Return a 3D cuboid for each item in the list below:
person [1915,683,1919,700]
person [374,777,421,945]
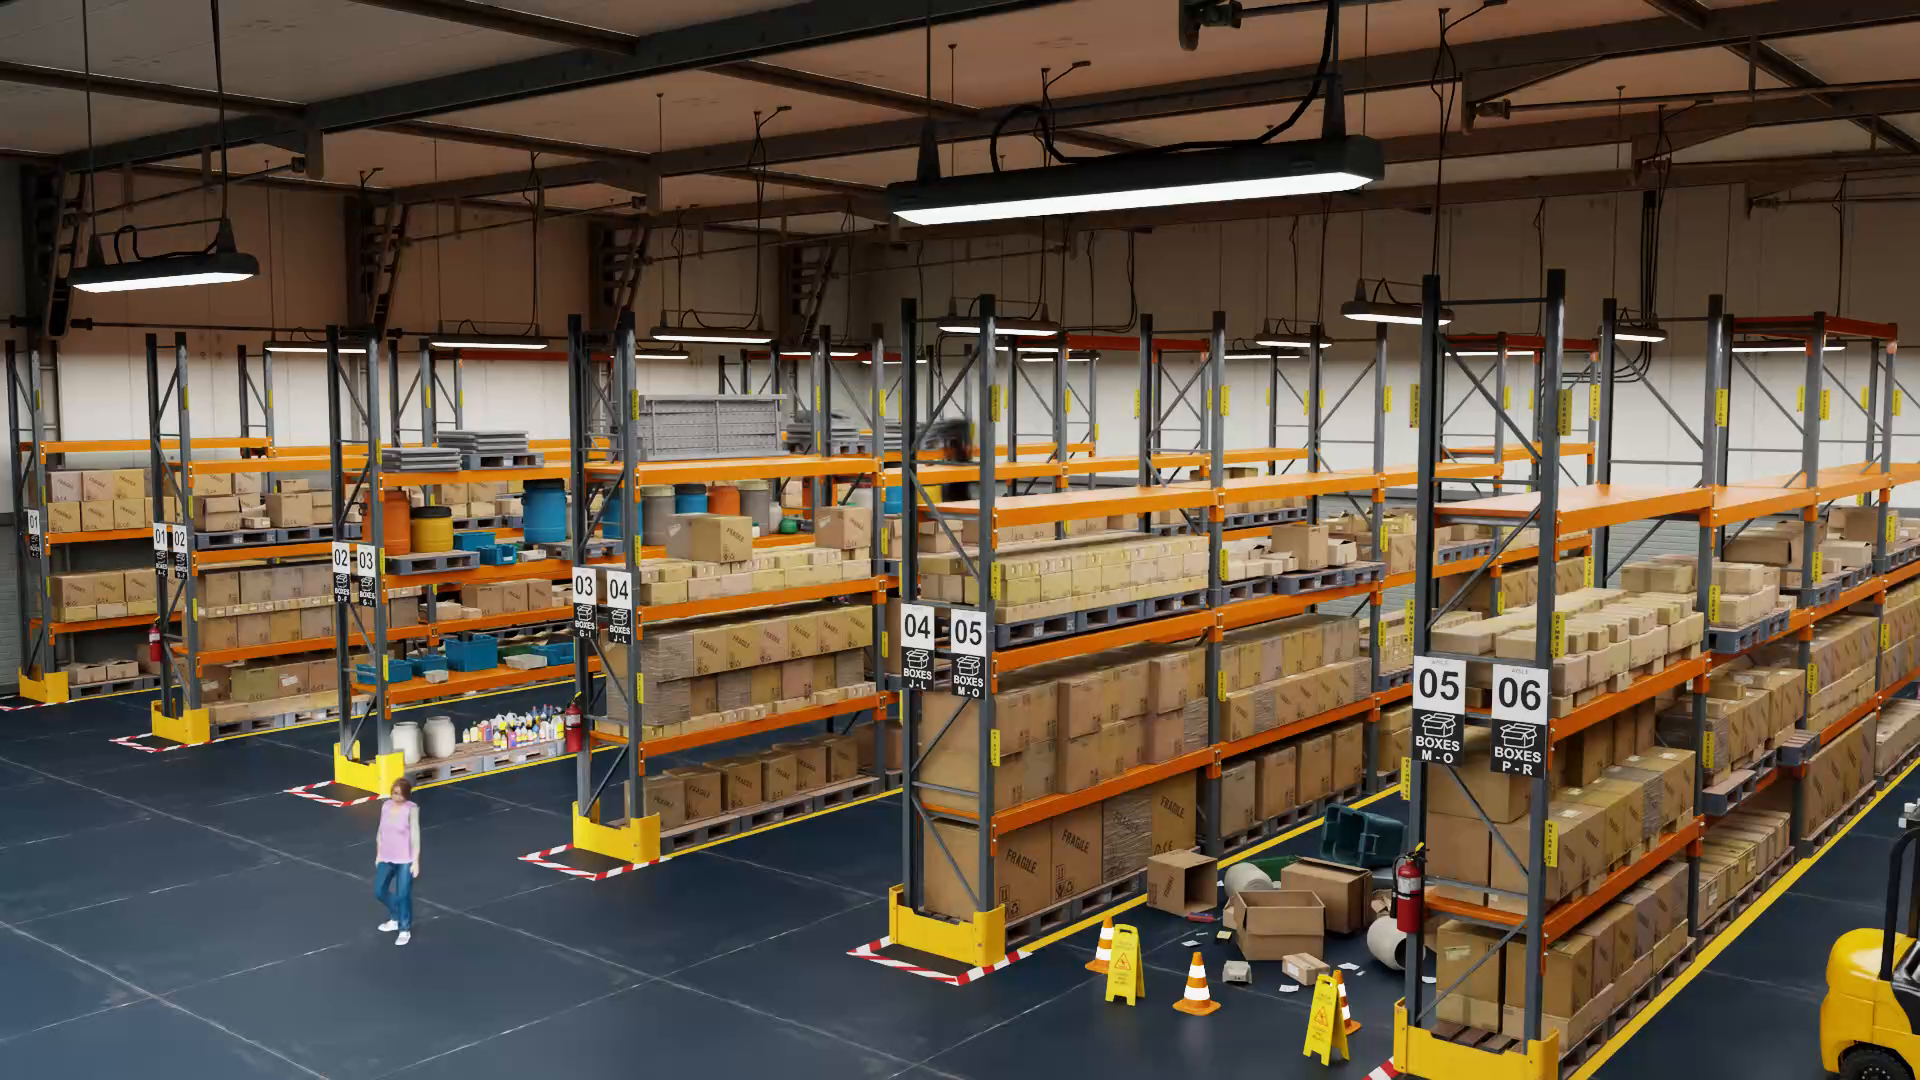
[{"bbox_3d":[15.854,1.904,26.869,0.907,1.649,0.582,2,5,19],"label":"person"},{"bbox_3d":[-5.263,2.980,15.553,0.537,1.583,0.416,1,5,13],"label":"person"}]
